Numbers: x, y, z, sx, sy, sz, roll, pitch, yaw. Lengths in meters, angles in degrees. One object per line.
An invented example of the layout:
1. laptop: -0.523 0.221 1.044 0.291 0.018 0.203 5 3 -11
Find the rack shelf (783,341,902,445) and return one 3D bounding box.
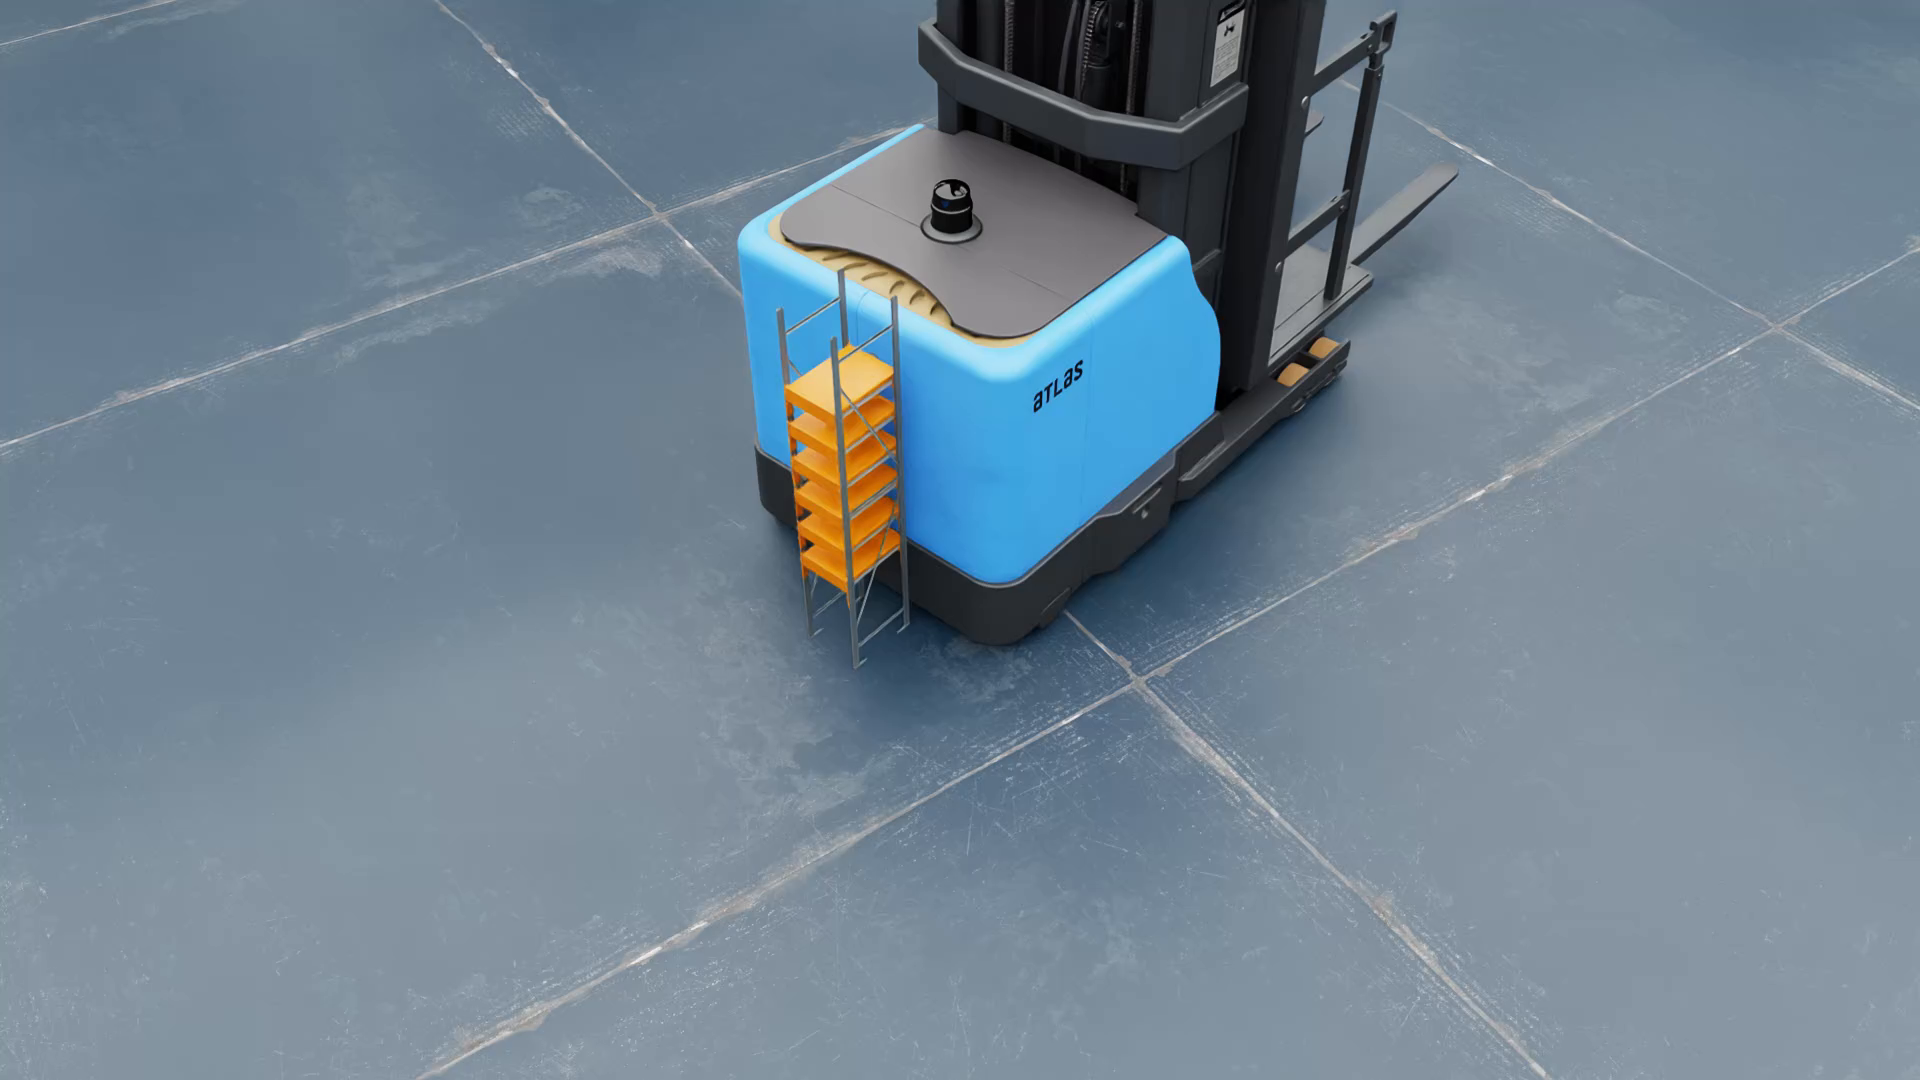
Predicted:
1. rack shelf: -0.304 -0.385 4.326 0.180 0.103 0.258 30 52 28

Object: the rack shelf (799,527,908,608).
1. rack shelf: -0.301 0.047 4.742 0.180 0.103 0.258 30 52 28

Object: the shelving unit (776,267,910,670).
1. shelving unit: -0.303 -0.158 4.545 0.189 1.200 0.258 30 52 28

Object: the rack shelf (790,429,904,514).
1. rack shelf: -0.303 -0.212 4.492 0.180 0.103 0.258 30 52 28

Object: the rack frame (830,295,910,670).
1. rack frame: -0.233 -0.117 4.502 0.006 1.200 0.240 30 52 28

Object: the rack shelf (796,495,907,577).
1. rack shelf: -0.302 -0.039 4.659 0.180 0.103 0.258 30 52 28

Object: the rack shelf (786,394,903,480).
1. rack shelf: -0.304 -0.298 4.409 0.180 0.103 0.258 30 52 28

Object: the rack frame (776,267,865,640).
1. rack frame: -0.372 -0.199 4.588 0.006 1.200 0.240 30 52 28

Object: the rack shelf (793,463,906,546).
1. rack shelf: -0.302 -0.126 4.576 0.180 0.103 0.258 30 52 28

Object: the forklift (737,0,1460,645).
1. forklift: 0.702 -1.702 4.910 1.130 2.935 3.031 31 51 28
